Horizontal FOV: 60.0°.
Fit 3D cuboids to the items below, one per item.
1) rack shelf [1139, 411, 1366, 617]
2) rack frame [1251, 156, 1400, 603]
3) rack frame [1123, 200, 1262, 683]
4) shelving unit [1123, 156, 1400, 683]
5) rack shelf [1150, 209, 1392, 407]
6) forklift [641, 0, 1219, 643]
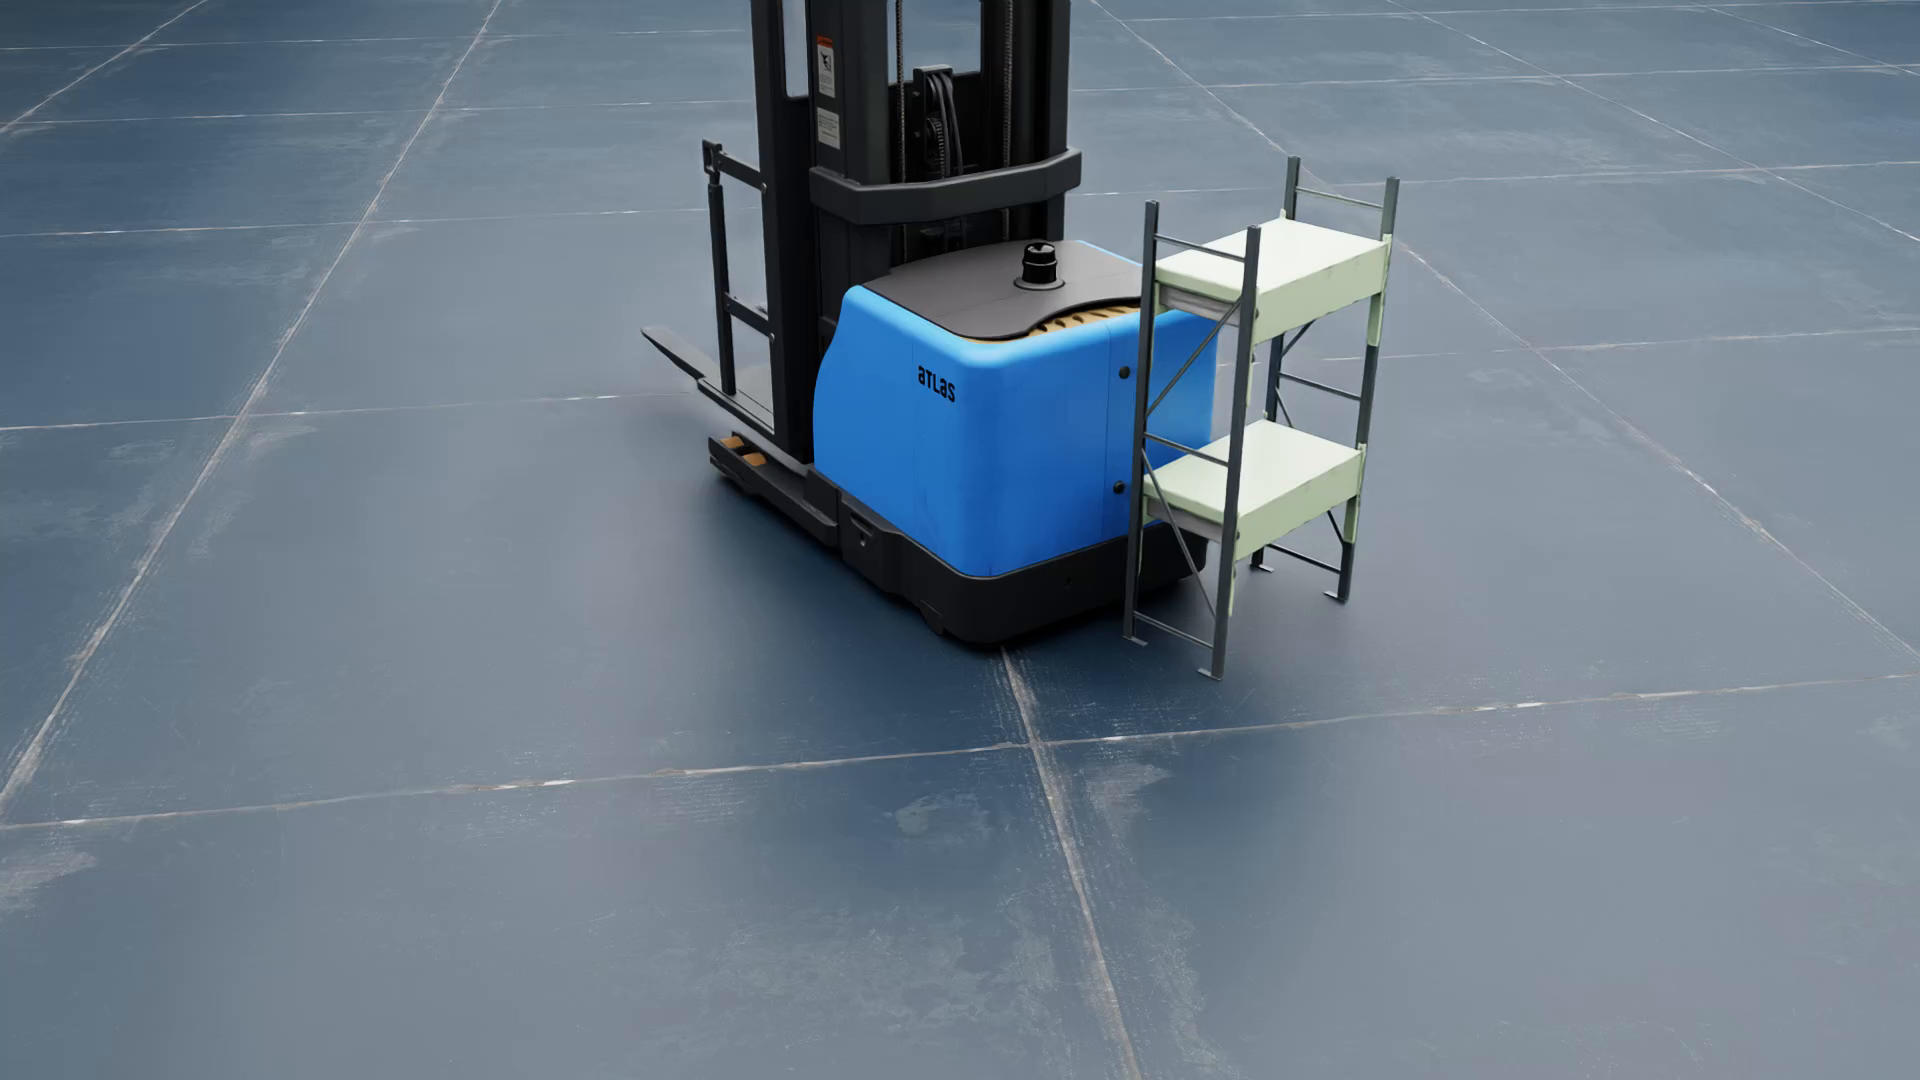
[{"bbox_3d":[0.956,-0.104,5.525,0.431,0.370,0.720,24,36,39],"label":"rack shelf"},{"bbox_3d":[1.213,-0.514,5.608,0.400,1.500,0.023,24,36,39],"label":"rack frame"},{"bbox_3d":[0.700,-0.275,5.144,0.400,1.500,0.023,24,36,39],"label":"rack frame"},{"bbox_3d":[0.956,-0.394,5.376,0.431,1.500,0.755,24,36,39],"label":"shelving unit"},{"bbox_3d":[0.956,-0.742,5.198,0.431,0.370,0.720,24,36,39],"label":"rack shelf"},{"bbox_3d":[-0.356,-1.591,6.139,1.130,2.935,3.031,-17,32,-29],"label":"forklift"}]
